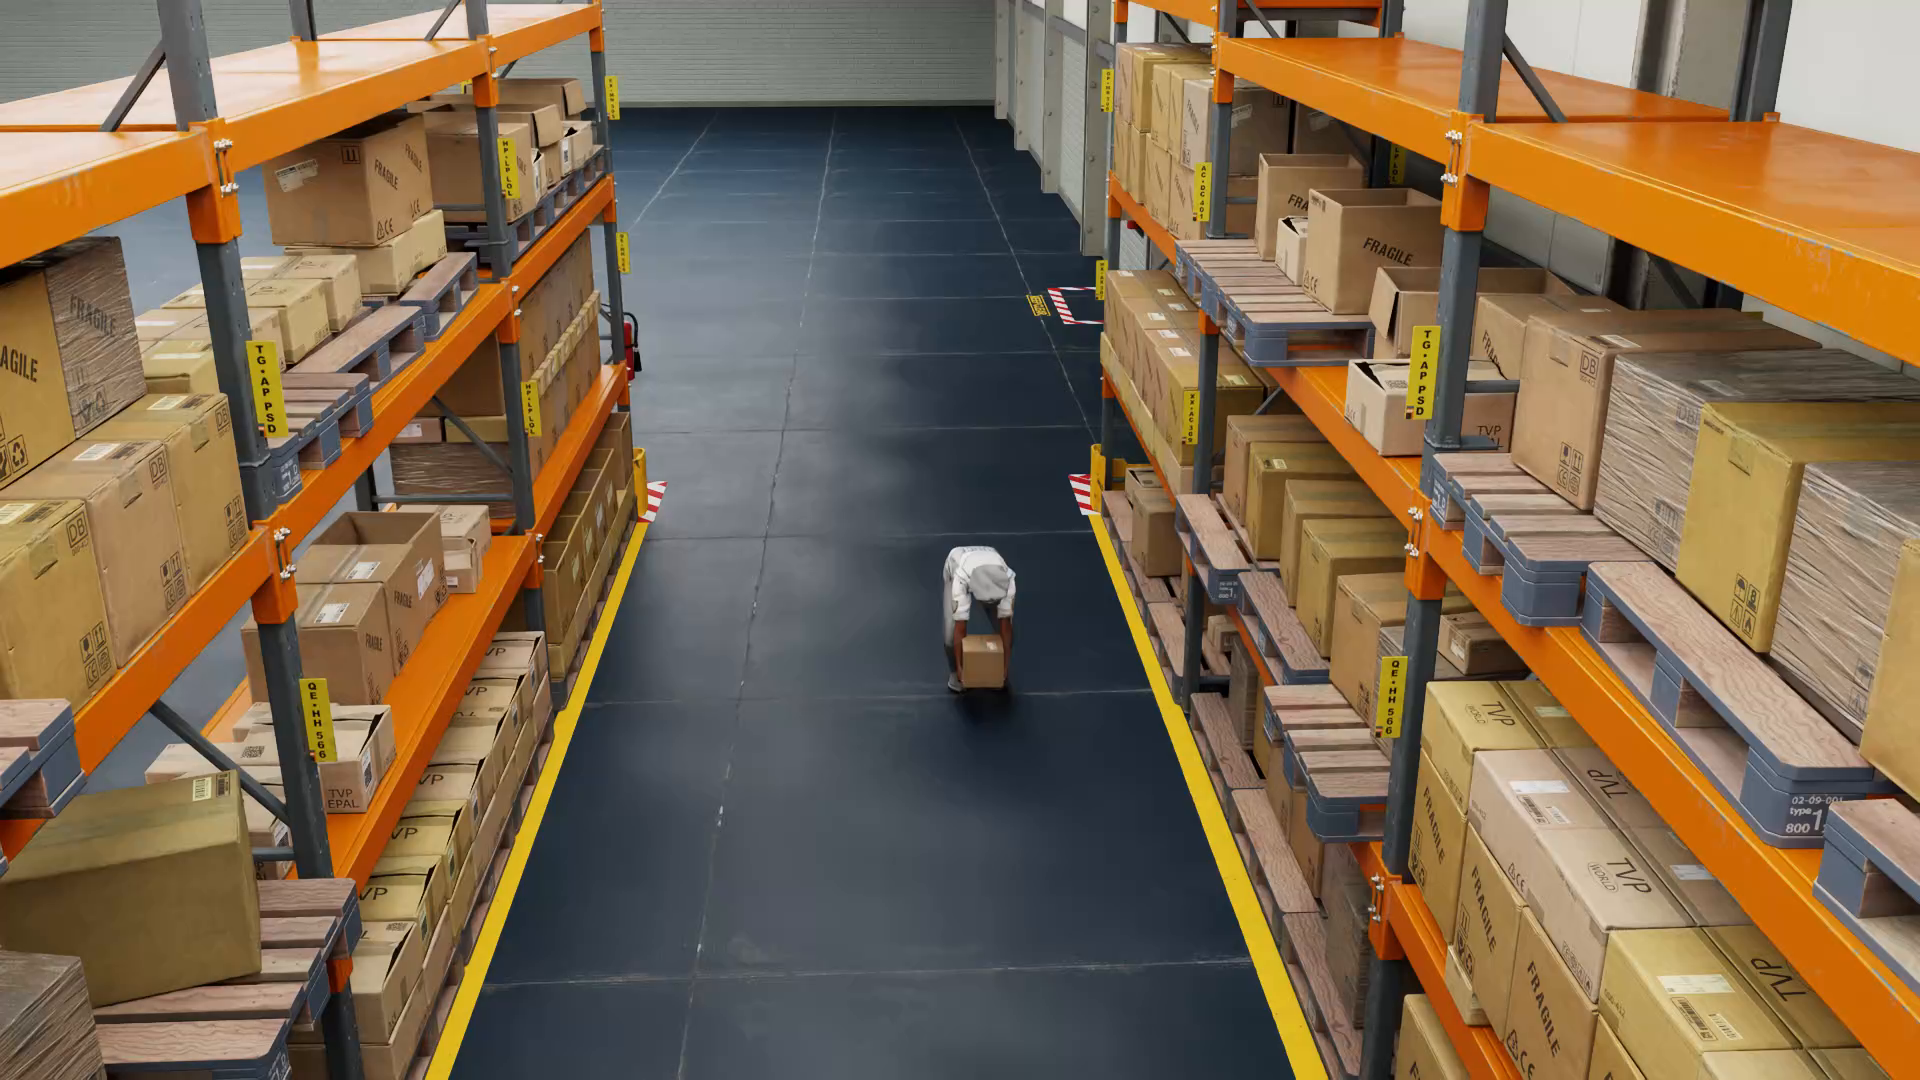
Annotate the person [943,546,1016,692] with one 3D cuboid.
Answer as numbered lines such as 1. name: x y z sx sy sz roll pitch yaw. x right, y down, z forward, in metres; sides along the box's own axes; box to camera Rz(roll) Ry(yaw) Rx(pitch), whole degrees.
1. person: 0.128 0.524 10.590 0.464 1.029 0.933 -2 21 -6
